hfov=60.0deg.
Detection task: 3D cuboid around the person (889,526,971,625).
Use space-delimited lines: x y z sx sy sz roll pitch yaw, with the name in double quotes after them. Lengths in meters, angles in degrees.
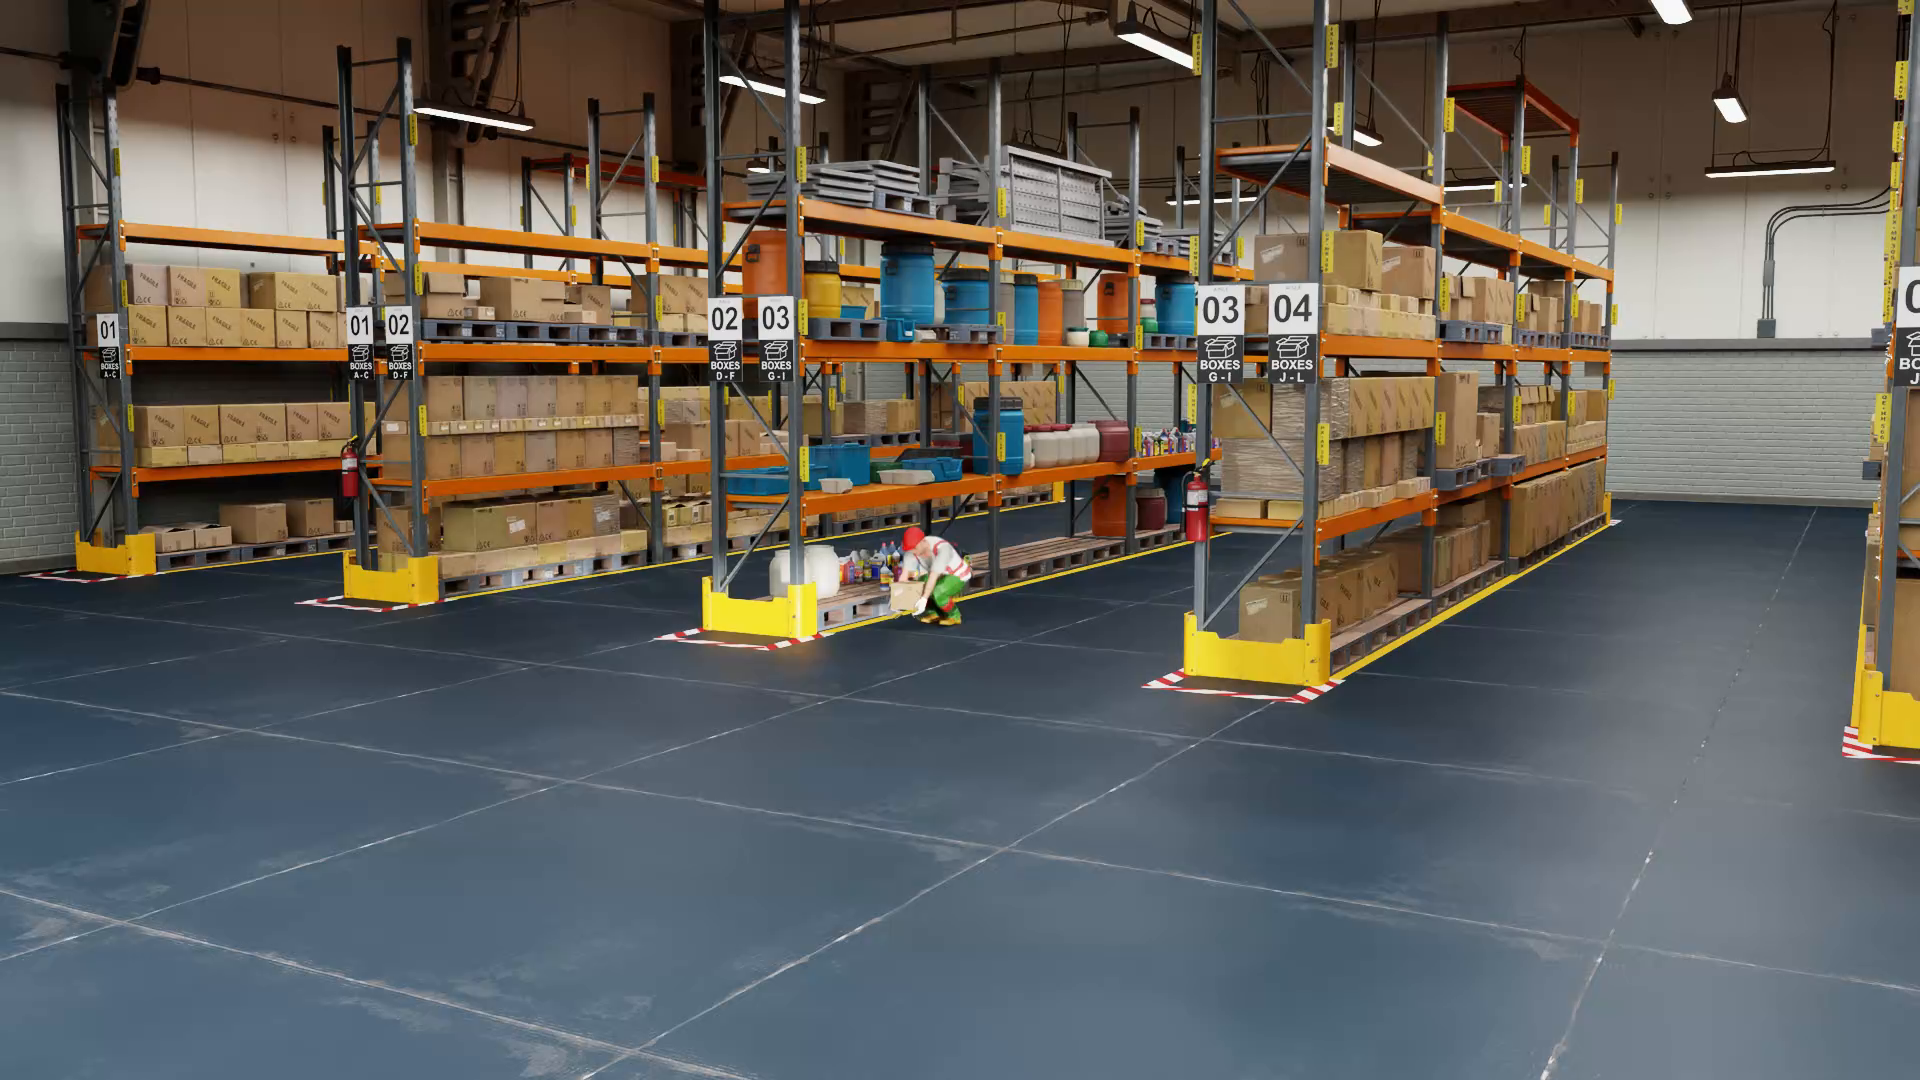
-0.284 0.347 16.445 0.897 1.008 0.544 -6 8 -43 "person"
